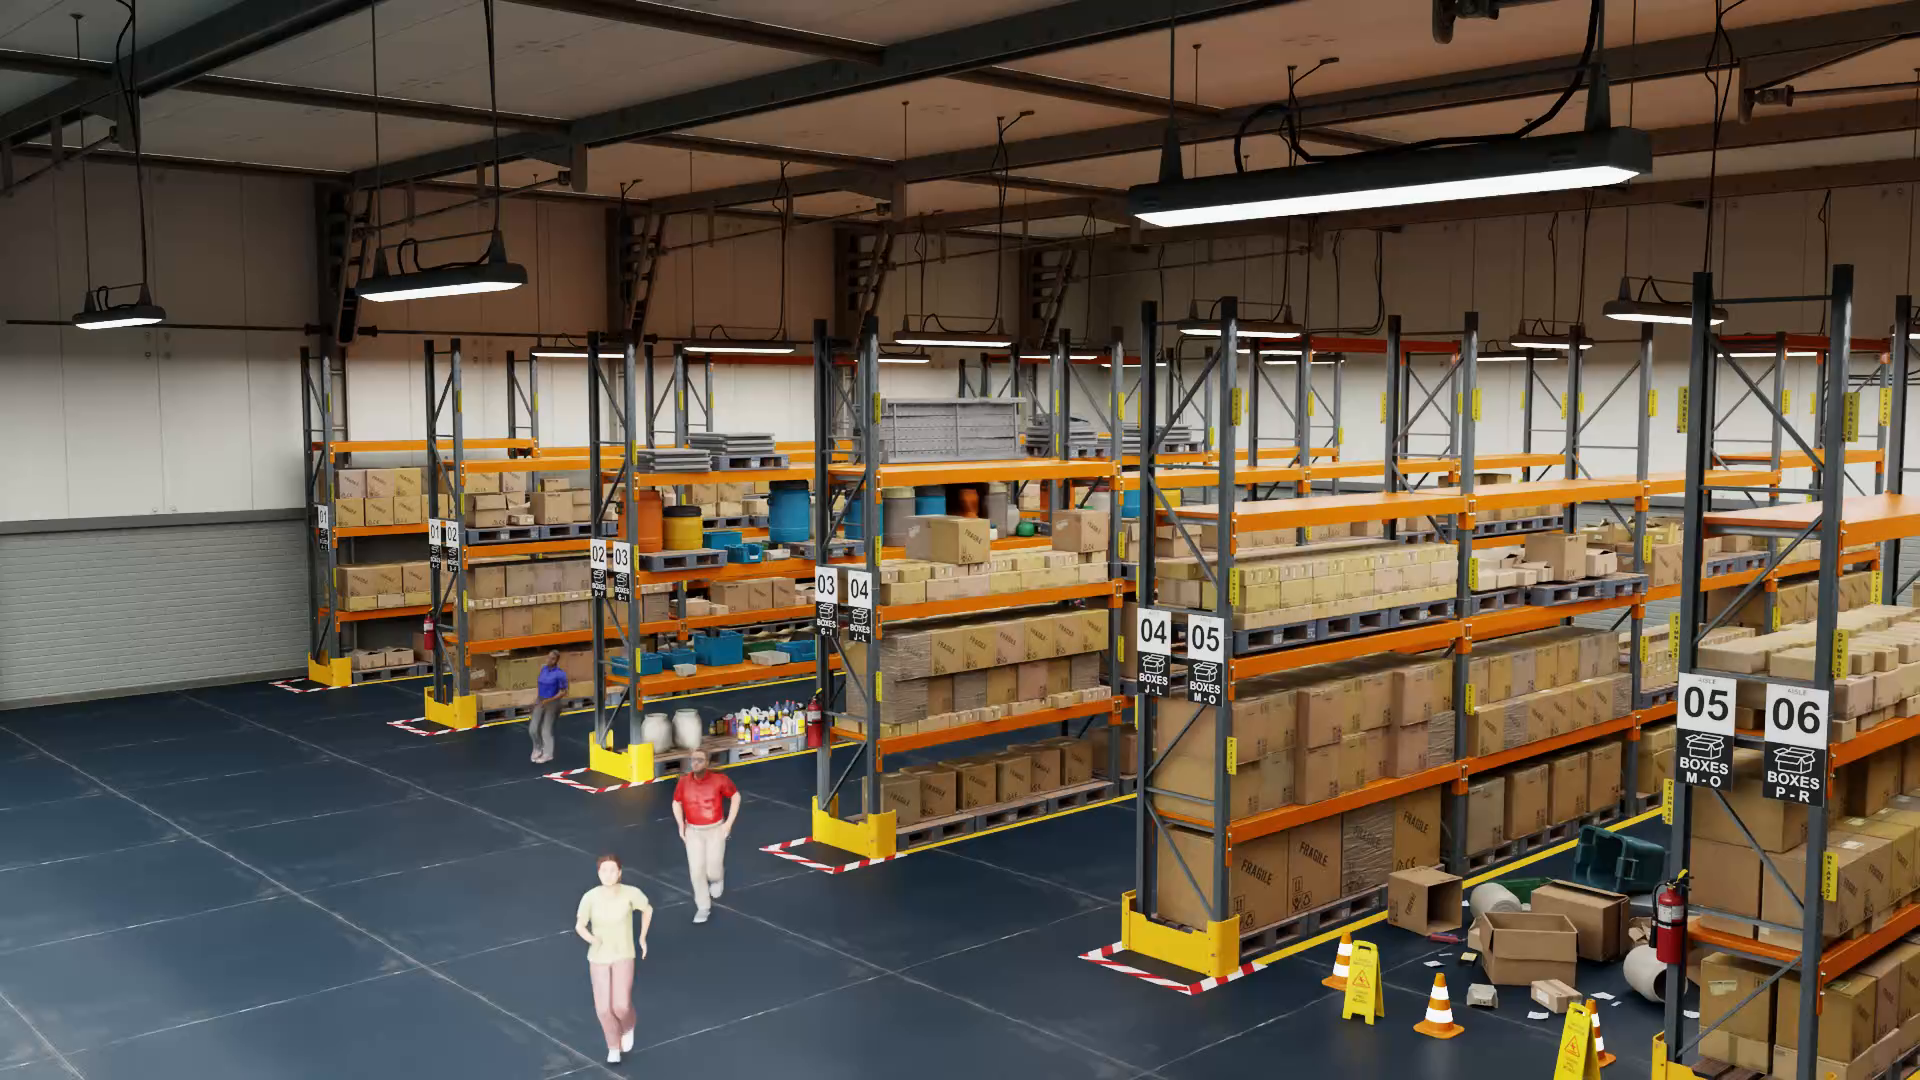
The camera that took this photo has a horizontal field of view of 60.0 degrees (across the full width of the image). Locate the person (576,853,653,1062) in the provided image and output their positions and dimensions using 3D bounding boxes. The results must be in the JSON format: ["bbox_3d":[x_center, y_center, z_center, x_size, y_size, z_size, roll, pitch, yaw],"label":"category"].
[{"bbox_3d":[-2.664,3.225,12.757,0.566,1.633,0.555,0,5,-4],"label":"person"}]

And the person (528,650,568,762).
[{"bbox_3d":[-5.757,2.322,23.167,0.631,1.602,0.539,2,5,18],"label":"person"}]

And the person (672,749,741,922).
[{"bbox_3d":[-2.506,2.885,16.395,0.672,1.697,0.644,0,5,5],"label":"person"}]
